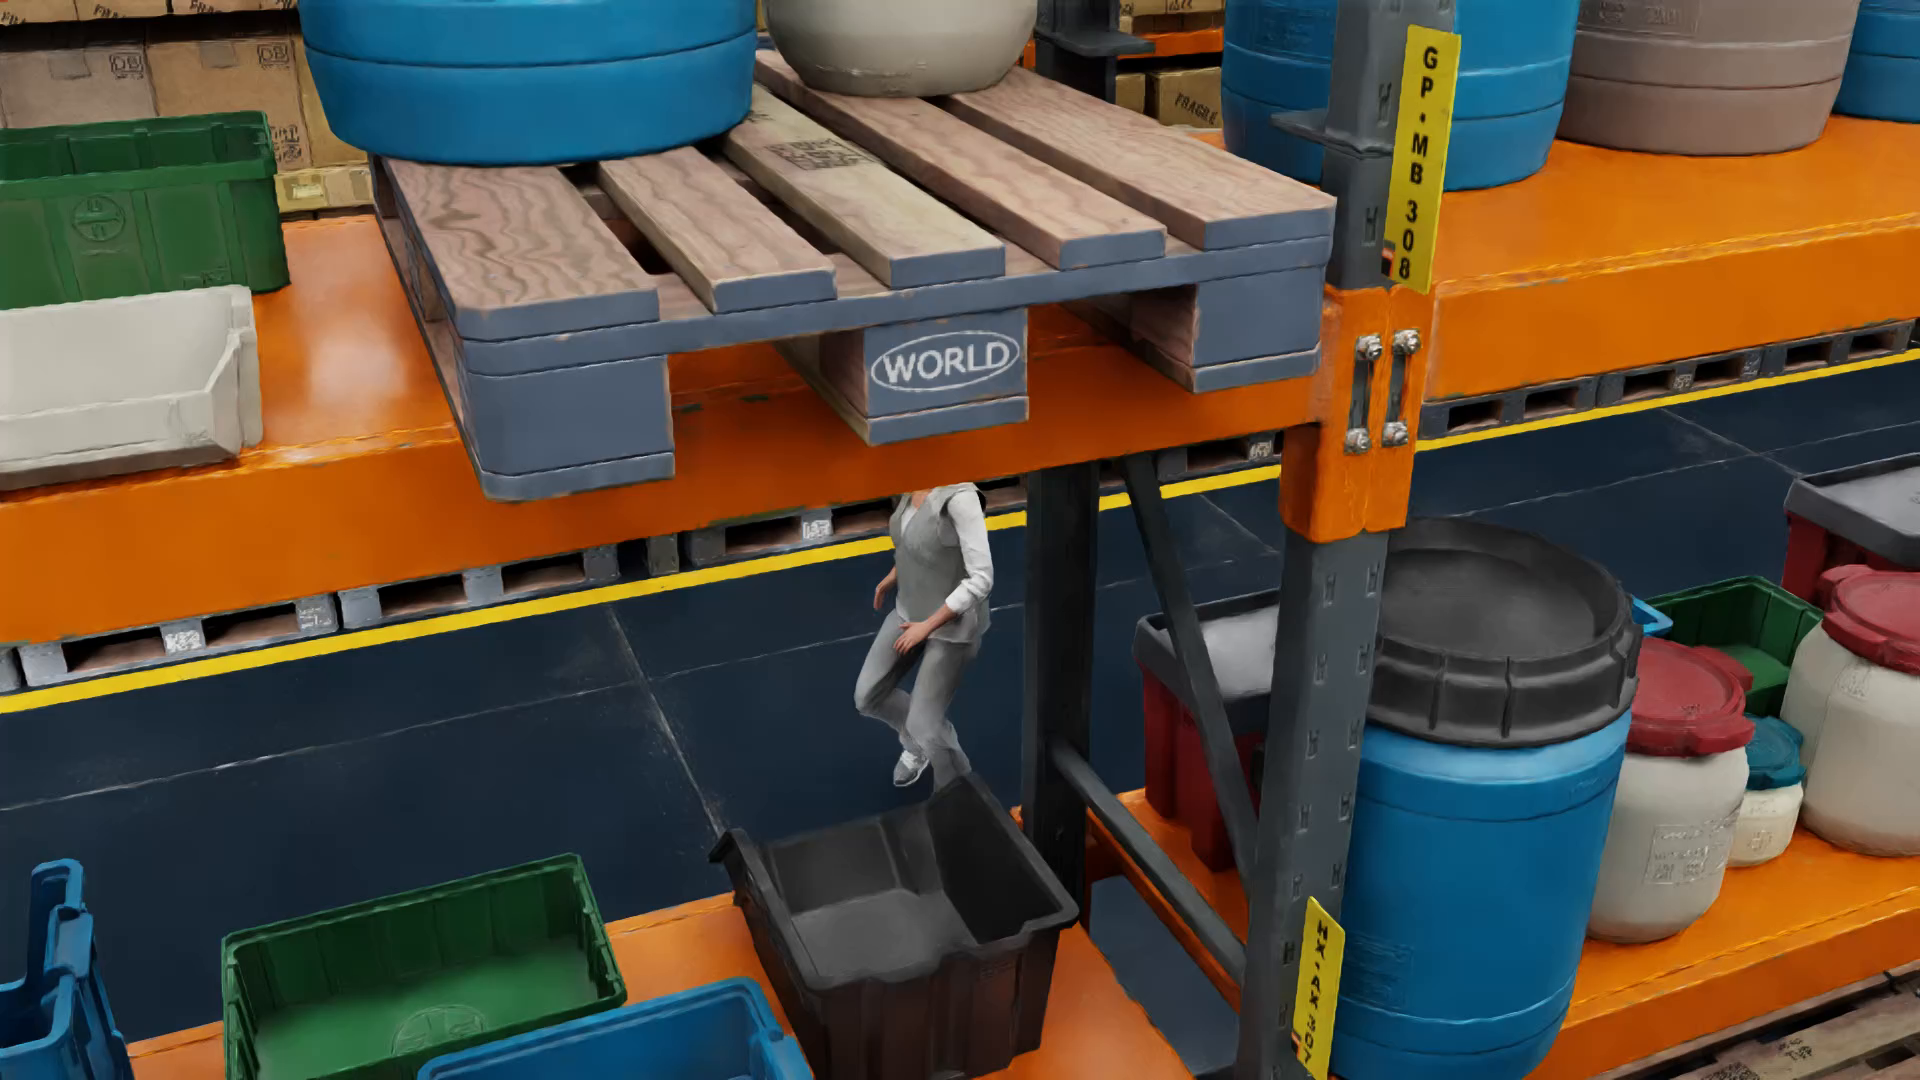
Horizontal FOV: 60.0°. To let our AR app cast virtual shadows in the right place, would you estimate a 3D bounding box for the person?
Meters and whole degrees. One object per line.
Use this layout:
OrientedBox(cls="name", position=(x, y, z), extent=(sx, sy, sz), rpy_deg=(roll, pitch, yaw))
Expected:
OrientedBox(cls="person", position=(-0.107, 0.293, 5.568), extent=(0.443, 1.566, 0.569), rpy_deg=(-18, 31, -32))
